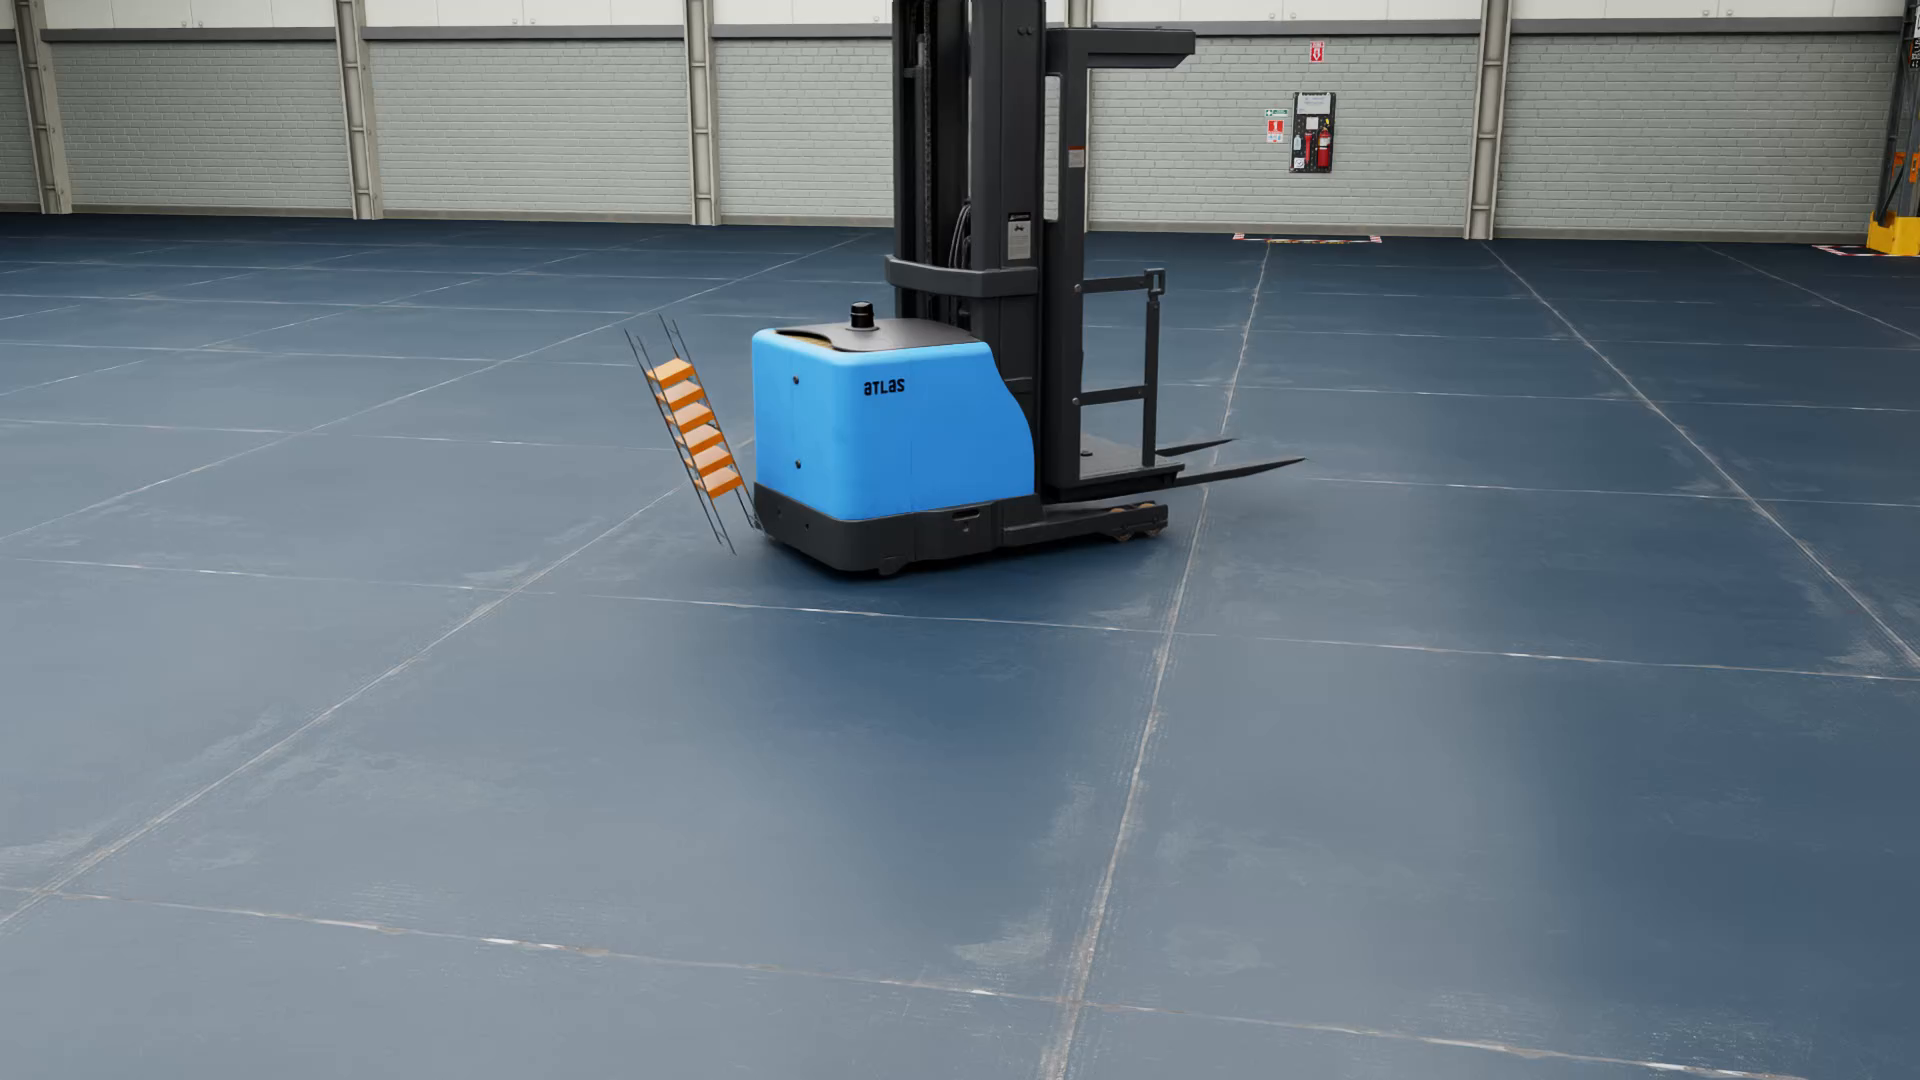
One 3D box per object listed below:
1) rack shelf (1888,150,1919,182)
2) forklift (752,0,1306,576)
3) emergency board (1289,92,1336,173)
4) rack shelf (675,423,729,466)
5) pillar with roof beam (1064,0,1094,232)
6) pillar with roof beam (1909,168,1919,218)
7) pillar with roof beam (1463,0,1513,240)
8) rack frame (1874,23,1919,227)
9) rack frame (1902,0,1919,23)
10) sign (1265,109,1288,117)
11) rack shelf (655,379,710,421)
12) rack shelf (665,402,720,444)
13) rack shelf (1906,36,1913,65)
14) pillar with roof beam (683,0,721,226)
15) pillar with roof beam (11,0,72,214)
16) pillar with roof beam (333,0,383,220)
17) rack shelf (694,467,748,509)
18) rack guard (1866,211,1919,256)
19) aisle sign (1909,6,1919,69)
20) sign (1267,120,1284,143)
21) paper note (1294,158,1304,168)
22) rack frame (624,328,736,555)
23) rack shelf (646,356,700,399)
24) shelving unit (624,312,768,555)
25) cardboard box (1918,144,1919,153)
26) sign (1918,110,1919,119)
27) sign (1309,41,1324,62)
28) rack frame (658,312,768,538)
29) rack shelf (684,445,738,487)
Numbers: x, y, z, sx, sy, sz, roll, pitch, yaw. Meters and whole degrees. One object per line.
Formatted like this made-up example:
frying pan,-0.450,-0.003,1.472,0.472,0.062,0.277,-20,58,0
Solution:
rack shelf,14.644,-4.950,22.089,4.000,0.370,1.077,3,16,11
forklift,0.478,-1.519,8.485,3.031,2.935,1.130,-9,18,-31
emergency board,5.248,-6.052,24.722,0.643,1.169,0.194,3,16,11
rack shelf,-1.266,-0.471,8.119,0.180,0.103,0.258,-29,25,-18
pillar with roof beam,0.925,-7.995,20.497,0.400,9.000,9.100,3,16,11
pillar with roof beam,12.684,-7.357,18.193,0.400,9.000,9.100,3,16,11
pillar with roof beam,6.805,-7.676,19.345,0.400,9.000,9.100,3,16,11
rack frame,12.684,-5.403,22.377,0.127,3.000,1.000,3,16,11
rack frame,12.684,-8.294,21.576,0.127,3.000,1.000,3,16,11
sign,4.730,-6.379,24.841,0.331,0.109,0.001,3,16,11
rack shelf,-1.343,-0.676,8.022,0.180,0.103,0.258,-29,25,-18
rack shelf,-1.304,-0.573,8.071,0.180,0.103,0.258,-29,25,-18
rack shelf,14.644,-6.395,21.688,4.000,0.370,1.077,3,16,11
pillar with roof beam,-4.955,-8.314,21.650,0.400,9.000,9.100,3,16,11
pillar with roof beam,-16.714,-8.953,23.954,0.400,9.000,9.100,3,16,11
pillar with roof beam,-10.834,-8.633,22.802,0.400,9.000,9.100,3,16,11
rack shelf,-1.188,-0.265,8.216,0.180,0.103,0.258,-29,25,-18
rack guard,12.758,-4.194,22.696,0.348,0.500,1.175,3,16,11
aisle sign,12.554,-6.581,21.760,0.004,0.787,0.394,3,16,11
sign,4.727,-6.126,24.921,0.234,0.329,0.001,3,16,11
paper note,5.089,-5.655,24.939,0.142,0.148,0.016,3,16,11
rack frame,-1.356,-0.467,8.074,0.006,1.200,0.240,-29,25,-18
rack shelf,-1.382,-0.779,7.974,0.180,0.103,0.258,-29,25,-18
shelving unit,-1.280,-0.509,8.101,0.189,1.200,0.258,-29,25,-18
cardboard box,13.181,-5.366,22.487,0.500,0.250,0.500,3,16,12
sign,12.576,-5.678,21.749,0.005,0.325,0.100,3,16,11
sign,5.260,-7.196,24.508,0.199,0.298,0.001,3,16,11
rack frame,-1.204,-0.551,8.129,0.006,1.200,0.240,-29,25,-18
rack shelf,-1.227,-0.368,8.168,0.180,0.103,0.258,-29,25,-18
